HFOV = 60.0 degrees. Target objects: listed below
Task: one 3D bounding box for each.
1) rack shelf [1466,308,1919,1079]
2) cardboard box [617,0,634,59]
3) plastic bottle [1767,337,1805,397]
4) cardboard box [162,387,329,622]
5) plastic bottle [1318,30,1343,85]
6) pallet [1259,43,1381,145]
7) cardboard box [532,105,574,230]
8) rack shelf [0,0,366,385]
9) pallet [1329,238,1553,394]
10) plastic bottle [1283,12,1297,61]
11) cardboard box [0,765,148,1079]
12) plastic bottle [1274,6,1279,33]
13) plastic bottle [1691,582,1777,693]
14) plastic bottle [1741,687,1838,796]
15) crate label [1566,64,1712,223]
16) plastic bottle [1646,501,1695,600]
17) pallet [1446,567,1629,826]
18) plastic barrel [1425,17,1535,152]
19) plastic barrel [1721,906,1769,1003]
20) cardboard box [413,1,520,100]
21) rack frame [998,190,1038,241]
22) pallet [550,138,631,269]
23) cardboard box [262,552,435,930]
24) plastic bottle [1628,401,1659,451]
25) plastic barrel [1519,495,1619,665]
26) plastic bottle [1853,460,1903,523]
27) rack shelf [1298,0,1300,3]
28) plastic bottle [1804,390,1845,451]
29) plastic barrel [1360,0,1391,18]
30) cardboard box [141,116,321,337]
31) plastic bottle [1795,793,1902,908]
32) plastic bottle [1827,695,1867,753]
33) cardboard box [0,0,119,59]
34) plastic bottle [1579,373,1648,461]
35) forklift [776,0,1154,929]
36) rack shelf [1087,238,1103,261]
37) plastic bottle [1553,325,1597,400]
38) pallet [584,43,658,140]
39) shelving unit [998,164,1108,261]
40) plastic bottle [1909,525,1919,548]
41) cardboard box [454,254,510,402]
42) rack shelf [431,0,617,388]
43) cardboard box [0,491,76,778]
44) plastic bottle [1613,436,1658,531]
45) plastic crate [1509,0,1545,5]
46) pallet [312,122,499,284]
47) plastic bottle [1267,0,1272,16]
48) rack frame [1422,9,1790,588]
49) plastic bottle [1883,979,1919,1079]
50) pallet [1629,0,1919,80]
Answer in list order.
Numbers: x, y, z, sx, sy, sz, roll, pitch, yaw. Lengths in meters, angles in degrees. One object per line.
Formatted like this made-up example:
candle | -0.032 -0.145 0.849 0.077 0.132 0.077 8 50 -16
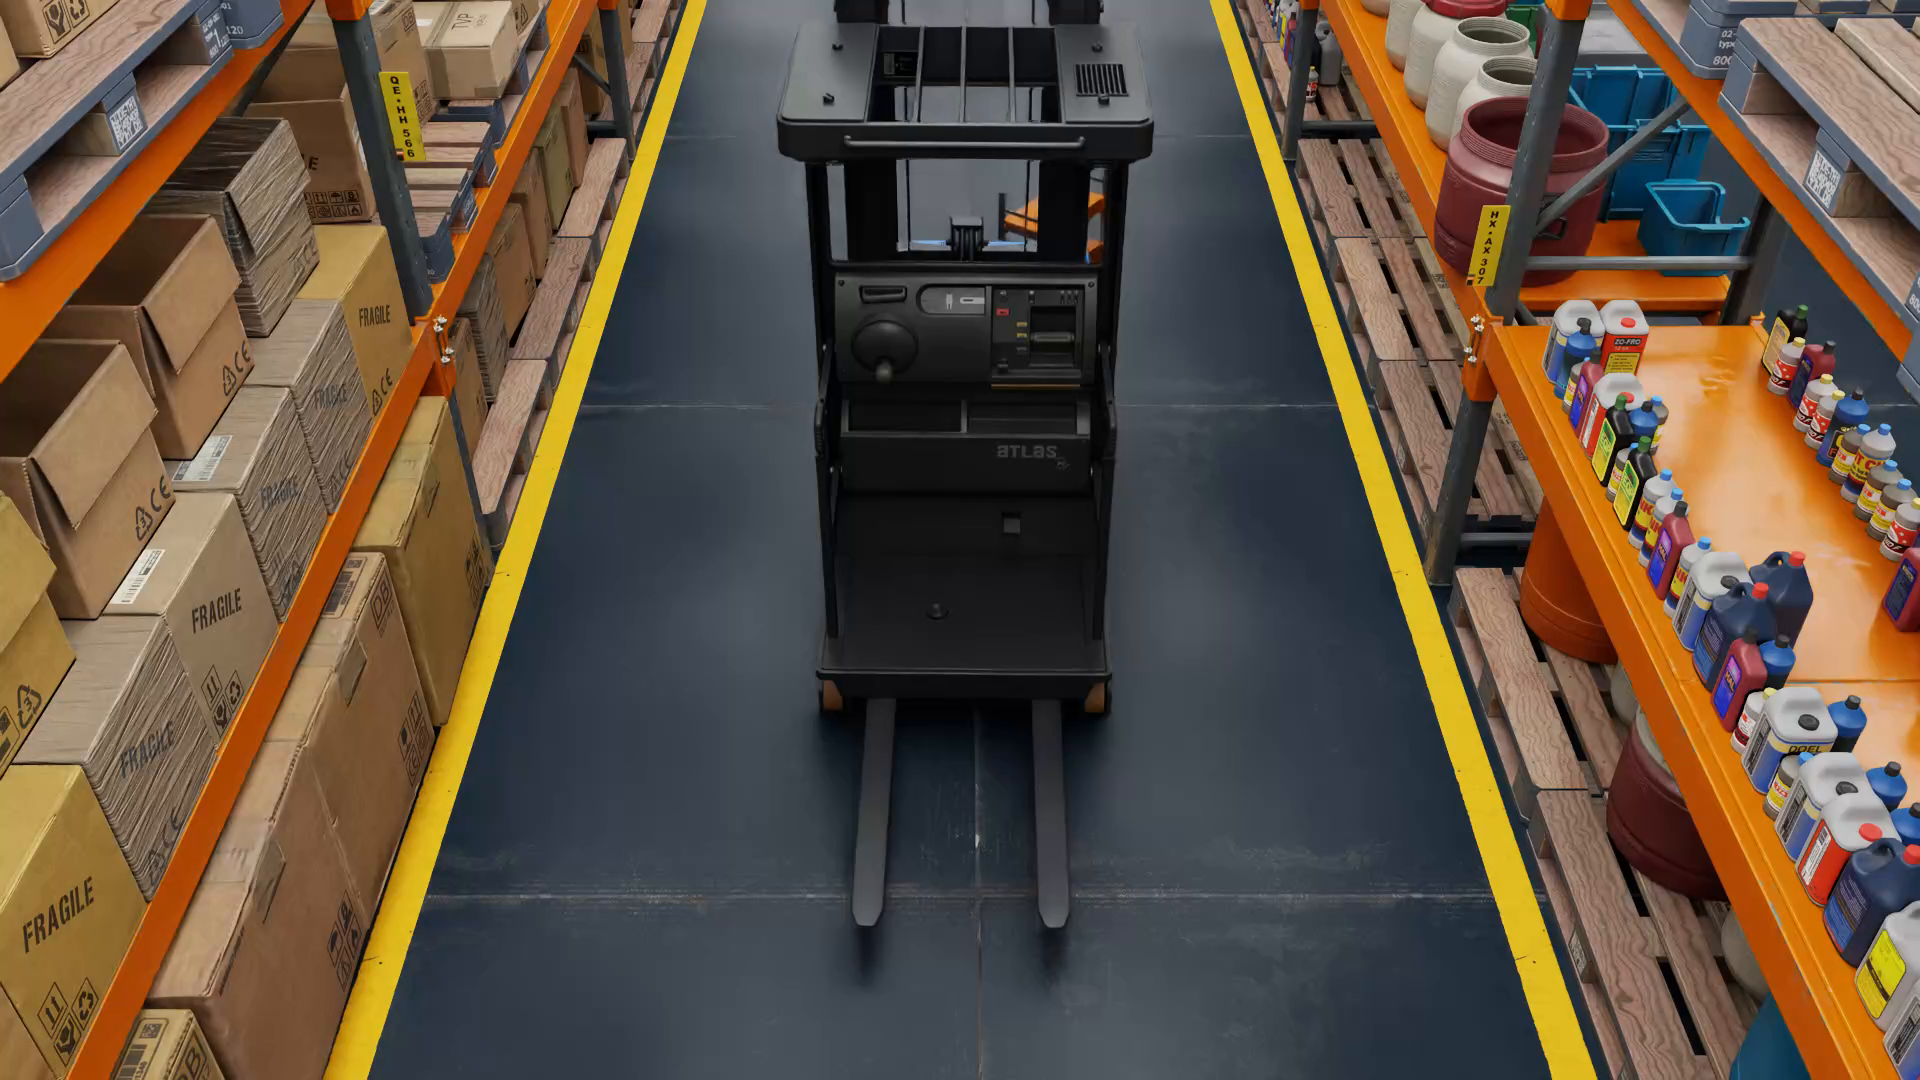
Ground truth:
rack shelf | 2.475 0.521 4.776 1.077 0.370 4.000 0 39 0
cardboard box | -2.453 -3.305 10.638 0.500 0.500 0.500 12 40 14
plastic bottle | 2.882 -0.608 5.769 0.097 0.201 0.097 0 39 0
cardboard box | -2.233 -0.101 4.897 0.500 0.500 0.500 -1 39 -2
plastic bottle | 2.323 -3.052 10.427 0.144 0.351 0.185 0 39 0
pallet | 2.509 -2.843 10.629 1.003 0.211 1.213 0 39 0
cardboard box | -2.524 -2.022 9.022 0.700 0.500 0.500 0 39 0
rack shelf | -2.478 -0.646 3.834 1.077 0.370 4.000 0 39 0
pallet | 2.512 -1.168 8.538 1.003 0.211 1.213 0 39 0
plastic bottle | 2.137 -3.248 10.724 0.061 0.283 0.133 2 39 3
cardboard box | -2.228 0.854 3.706 0.500 0.500 0.500 0 39 0
plastic bottle | 2.155 -3.491 11.094 0.097 0.201 0.097 0 39 0
plastic bottle | 2.148 0.247 4.583 0.144 0.351 0.185 0 39 0
plastic bottle | 2.152 0.520 4.301 0.152 0.276 0.135 0 39 0
crate label | 2.742 -1.646 6.876 0.502 0.435 0.616 0 39 0
plastic bottle | 2.106 0.029 4.909 0.061 0.283 0.133 0 39 0
pallet | 2.515 0.571 6.369 1.003 0.211 1.213 0 39 0
plastic barrel | 2.258 -1.960 7.208 0.421 0.512 0.421 0 39 0
plastic barrel | 2.582 1.162 5.055 0.421 0.512 0.421 0 39 0
cardboard box | -2.252 -2.160 7.331 0.500 0.250 0.500 -1 39 -1
rack frame | 0.270 -1.005 7.544 0.240 1.200 0.015 25 45 28
pallet | -2.482 -1.933 9.493 1.003 0.211 1.213 0 39 0
cardboard box | -2.507 0.648 5.406 1.225 0.875 0.875 0 39 0
plastic bottle | 2.184 -0.327 5.363 0.097 0.271 0.097 0 39 0
plastic barrel | 2.490 -0.021 6.278 0.600 0.830 0.708 0 39 0
plastic bottle | 2.883 -0.159 5.209 0.097 0.201 0.097 0 39 0
rack shelf | 2.466 -4.482 11.019 1.077 0.370 4.000 0 39 0
plastic bottle | 2.882 -0.403 5.513 0.097 0.201 0.097 0 39 0
plastic barrel | 2.250 -2.966 8.444 0.433 0.535 0.433 0 39 0
cardboard box | -2.496 -0.980 5.192 0.797 0.503 0.637 1 39 1
plastic bottle | 2.153 0.750 4.015 0.152 0.276 0.135 0 39 0
plastic bottle | 2.277 0.510 4.317 0.097 0.271 0.097 0 39 0
cardboard box | -2.318 -1.459 3.857 0.500 0.500 0.500 2 39 2
plastic bottle | 2.151 -0.402 5.452 0.152 0.276 0.135 0 39 0
forklift | 0.020 -0.674 5.747 1.130 2.935 3.031 0 39 1
rack shelf | 0.417 -1.248 7.598 0.258 0.148 0.480 25 45 28
plastic bottle | 2.123 -0.617 5.724 0.097 0.271 0.097 0 39 0
pallet | -2.521 -2.840 10.625 1.003 0.211 1.213 0 39 0
shelving unit | 0.417 -1.126 7.696 0.258 1.200 0.503 25 45 28
plastic bottle | 2.901 0.003 4.941 0.061 0.283 0.133 0 39 0
cardboard box | -2.514 -0.969 7.707 0.700 0.500 0.500 -3 39 -4
rack shelf | -2.482 -1.977 7.893 1.077 0.370 4.000 0 39 0
cardboard box | -2.474 0.236 3.675 0.797 0.503 0.637 0 39 0
plastic bottle | 2.105 -0.176 5.165 0.061 0.283 0.133 0 39 0
plastic crate | 2.781 -2.816 8.378 0.392 0.384 0.575 0 39 0
pallet | -2.588 -1.377 6.723 1.213 0.211 1.003 0 39 0
plastic bottle | 2.155 -3.709 11.310 0.097 0.271 0.097 0 39 0
rack frame | 2.473 -1.010 6.112 1.000 3.000 0.127 0 39 0
plastic bottle | 2.153 1.065 3.622 0.152 0.276 0.135 0 39 0
pallet | 2.376 -1.629 4.636 1.003 0.211 1.213 0 39 0
